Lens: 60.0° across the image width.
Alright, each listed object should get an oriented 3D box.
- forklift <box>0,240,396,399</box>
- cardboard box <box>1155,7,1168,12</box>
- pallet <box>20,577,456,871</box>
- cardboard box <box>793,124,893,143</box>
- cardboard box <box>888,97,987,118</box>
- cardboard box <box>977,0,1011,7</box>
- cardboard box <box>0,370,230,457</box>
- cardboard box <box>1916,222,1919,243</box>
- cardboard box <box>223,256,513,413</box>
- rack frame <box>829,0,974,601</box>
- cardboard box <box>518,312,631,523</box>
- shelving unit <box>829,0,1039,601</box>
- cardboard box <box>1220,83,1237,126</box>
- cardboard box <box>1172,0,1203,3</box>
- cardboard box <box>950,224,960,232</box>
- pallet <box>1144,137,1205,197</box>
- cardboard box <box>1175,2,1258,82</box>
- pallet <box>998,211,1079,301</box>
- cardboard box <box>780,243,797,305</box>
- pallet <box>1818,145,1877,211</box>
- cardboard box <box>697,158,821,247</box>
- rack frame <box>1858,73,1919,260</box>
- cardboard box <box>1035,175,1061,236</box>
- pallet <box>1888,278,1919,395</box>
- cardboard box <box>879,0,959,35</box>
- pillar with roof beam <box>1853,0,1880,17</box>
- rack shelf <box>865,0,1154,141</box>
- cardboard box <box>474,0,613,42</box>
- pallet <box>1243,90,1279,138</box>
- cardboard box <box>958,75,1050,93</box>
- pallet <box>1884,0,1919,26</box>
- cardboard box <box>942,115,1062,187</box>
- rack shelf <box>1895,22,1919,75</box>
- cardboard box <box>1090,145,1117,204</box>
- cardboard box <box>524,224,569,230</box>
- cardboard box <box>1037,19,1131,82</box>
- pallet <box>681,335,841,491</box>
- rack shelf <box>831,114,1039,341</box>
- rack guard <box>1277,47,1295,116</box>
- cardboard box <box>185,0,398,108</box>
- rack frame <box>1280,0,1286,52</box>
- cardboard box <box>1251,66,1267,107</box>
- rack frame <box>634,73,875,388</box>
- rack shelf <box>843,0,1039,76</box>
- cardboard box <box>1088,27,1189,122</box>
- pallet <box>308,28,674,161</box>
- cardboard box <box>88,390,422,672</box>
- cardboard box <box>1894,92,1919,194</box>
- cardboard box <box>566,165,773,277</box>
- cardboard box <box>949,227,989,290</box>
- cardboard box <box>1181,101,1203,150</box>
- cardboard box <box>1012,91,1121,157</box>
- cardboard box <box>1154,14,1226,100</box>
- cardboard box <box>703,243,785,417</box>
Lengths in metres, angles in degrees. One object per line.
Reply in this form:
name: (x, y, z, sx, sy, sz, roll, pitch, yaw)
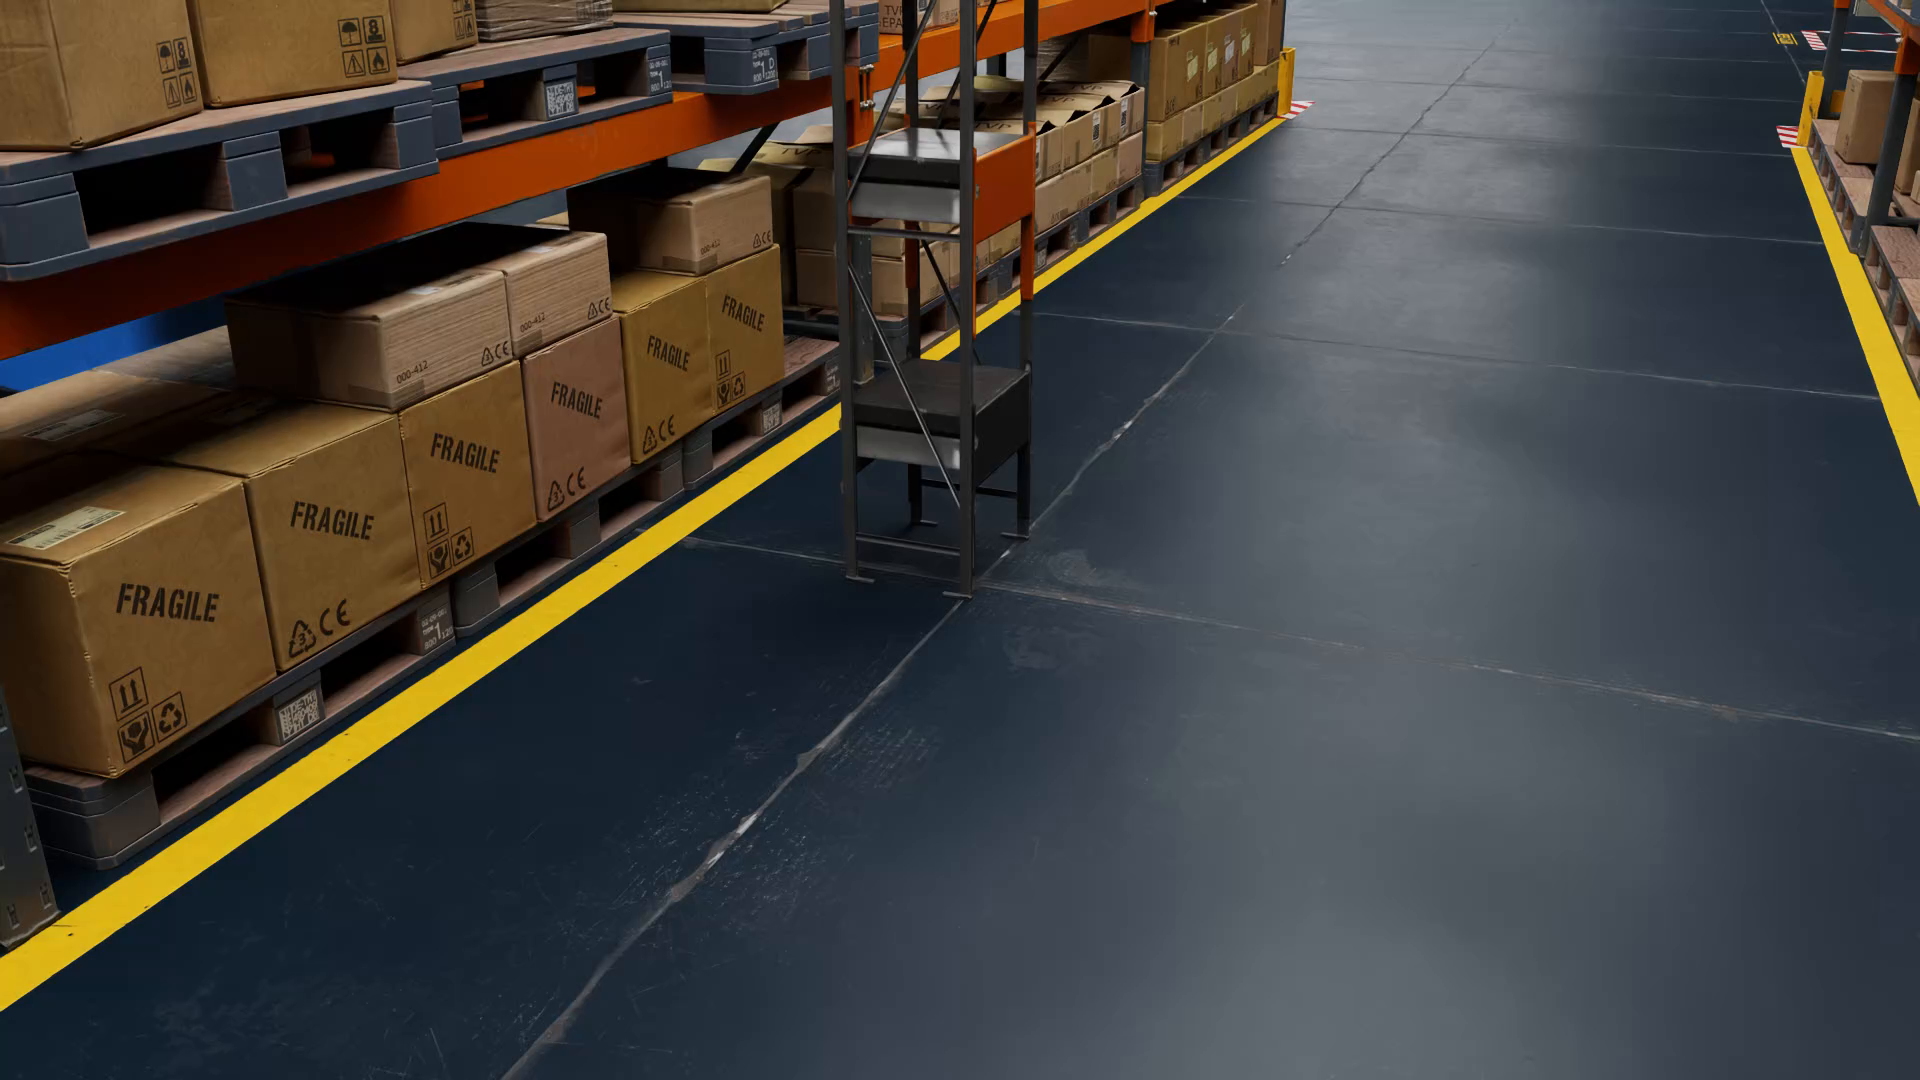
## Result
forklift: (-3.476, -1.878, 5.944, 3.031, 2.935, 1.130, 14, 27, 31)
cardboard box: (1.168, -3.530, 11.859, 0.500, 0.500, 0.500, 9, 24, 20)
pallet: (-2.057, 0.329, 4.189, 1.003, 0.211, 1.213, 9, 24, 20)
cardboard box: (-0.495, -1.866, 8.121, 0.500, 0.311, 0.500, 9, 24, 20)
cardboard box: (-0.119, -2.232, 8.996, 0.500, 0.311, 0.500, 8, 24, 18)
cardboard box: (-0.034, -2.930, 8.243, 0.500, 0.500, 0.500, 9, 24, 20)
cardboard box: (-2.215, -0.104, 4.280, 0.500, 0.500, 0.500, 9, 24, 20)
cardboard box: (4.991, -1.600, 7.861, 0.700, 0.500, 0.500, 10, 25, 22)
cardboard box: (-1.546, -0.553, 4.381, 0.500, 0.250, 0.500, 9, 24, 20)
rack frame: (-0.152, -0.822, 4.494, 0.400, 2.100, 0.015, 9, 24, 20)
cardboard box: (-1.349, -0.400, 4.988, 0.500, 0.500, 0.500, 8, 24, 18)
shelving unit: (-0.061, -0.910, 4.703, 0.431, 2.100, 0.503, 9, 24, 20)
cardboard box: (1.663, -3.108, 11.821, 0.500, 0.250, 0.500, 9, 24, 20)
cardboard box: (1.544, -3.887, 12.714, 0.500, 0.500, 0.500, 9, 24, 20)
cardboard box: (-0.183, -1.611, 7.510, 0.500, 0.311, 0.500, 8, 24, 19)
pallet: (0.982, -2.516, 10.999, 1.003, 0.211, 1.213, 9, 24, 20)
cardboard box: (1.853, -3.632, 12.103, 0.500, 0.500, 0.500, 9, 24, 20)
pallet: (-0.041, -1.530, 8.639, 1.003, 0.211, 1.213, 9, 24, 20)
cardboard box: (-0.869, -1.241, 7.351, 0.500, 0.250, 0.500, 9, 24, 21)
pallet: (5.917, -2.213, 10.274, 1.003, 0.211, 1.213, 9, 24, 20)
cardboard box: (-0.872, -1.499, 7.242, 0.500, 0.311, 0.500, 9, 24, 21)
rack frame: (5.249, -2.816, 8.100, 1.000, 3.000, 0.127, 9, 24, 20)
cardboard box: (0.194, -1.713, 8.483, 0.500, 0.250, 0.500, 9, 24, 21)
pallet: (4.509, -0.813, 6.921, 1.003, 0.211, 1.213, 9, 24, 20)
cardboard box: (-0.326, -2.344, 7.085, 0.500, 0.311, 0.500, 8, 24, 19)
pillar with roof beam: (7.738, -11.552, 21.231, 9.100, 9.000, 0.400, 9, 24, 20)
rack shelf: (-0.095, -2.476, 8.220, 1.077, 0.370, 4.000, 9, 24, 20)
cardboard box: (-1.484, -1.791, 4.972, 0.700, 0.500, 0.500, 14, 26, 30)
pallet: (1.889, -3.389, 13.090, 1.003, 0.211, 1.213, 9, 24, 20)
cardboard box: (0.263, -2.596, 9.867, 0.500, 0.311, 0.500, 9, 24, 20)
pallet: (4.830, -2.475, 7.532, 1.003, 0.211, 1.213, 9, 24, 20)
cardboard box: (0.199, -1.977, 8.387, 0.500, 0.311, 0.500, 8, 24, 19)
rack shelf: (4.506, -1.769, 6.525, 1.077, 0.370, 4.000, 9, 24, 20)
cardboard box: (0.573, -2.078, 9.357, 0.500, 0.250, 0.500, 8, 24, 19)
cardboard box: (-1.462, -0.832, 6.023, 0.500, 0.500, 0.500, 8, 24, 18)
cardboard box: (0.814, -3.170, 10.996, 0.500, 0.500, 0.500, 9, 24, 20)
pallet: (-1.150, -0.544, 6.279, 1.003, 0.211, 1.213, 9, 24, 20)
rack shelf: (-0.061, -0.897, 4.709, 0.431, 0.518, 0.480, 9, 24, 20)
rack guard: (2.143, -3.811, 13.724, 1.175, 0.500, 0.348, 9, 24, 20)
cardboard box: (-1.743, -1.294, 3.781, 0.700, 0.500, 0.500, 13, 26, 28)
rack frame: (2.134, -4.955, 13.222, 1.000, 3.000, 0.127, 9, 24, 20)
cardboard box: (2.034, -3.466, 12.678, 0.500, 0.250, 0.500, 9, 24, 20)
rack frame: (-0.838, -2.093, 6.368, 1.000, 3.000, 0.127, 9, 24, 20)
rack shelf: (-0.062, -1.543, 4.439, 0.431, 0.518, 0.480, 9, 24, 20)
cardboard box: (1.111, -2.916, 10.389, 0.500, 0.500, 0.500, 9, 24, 20)
pallet: (-1.556, -1.307, 4.737, 1.003, 0.211, 1.213, 9, 24, 20)
cardboard box: (-1.730, -0.041, 4.130, 0.500, 0.500, 0.500, 9, 24, 21)
cardboard box: (5.597, -2.243, 9.400, 0.500, 0.500, 0.500, 7, 24, 16)
cardboard box: (-0.984, -1.099, 5.689, 0.500, 0.250, 0.500, 10, 25, 22)
cardboard box: (-0.185, -1.343, 7.596, 0.500, 0.250, 0.500, 8, 24, 19)
cardboard box: (1.292, -2.750, 10.964, 0.500, 0.250, 0.500, 9, 24, 20)
cardboard box: (0.576, -2.335, 9.243, 0.500, 0.311, 0.500, 9, 24, 22)
cardboard box: (1.482, -3.274, 11.246, 0.500, 0.500, 0.500, 9, 24, 20)
cardboard box: (-0.967, -0.774, 5.883, 0.500, 0.500, 0.500, 10, 25, 22)
